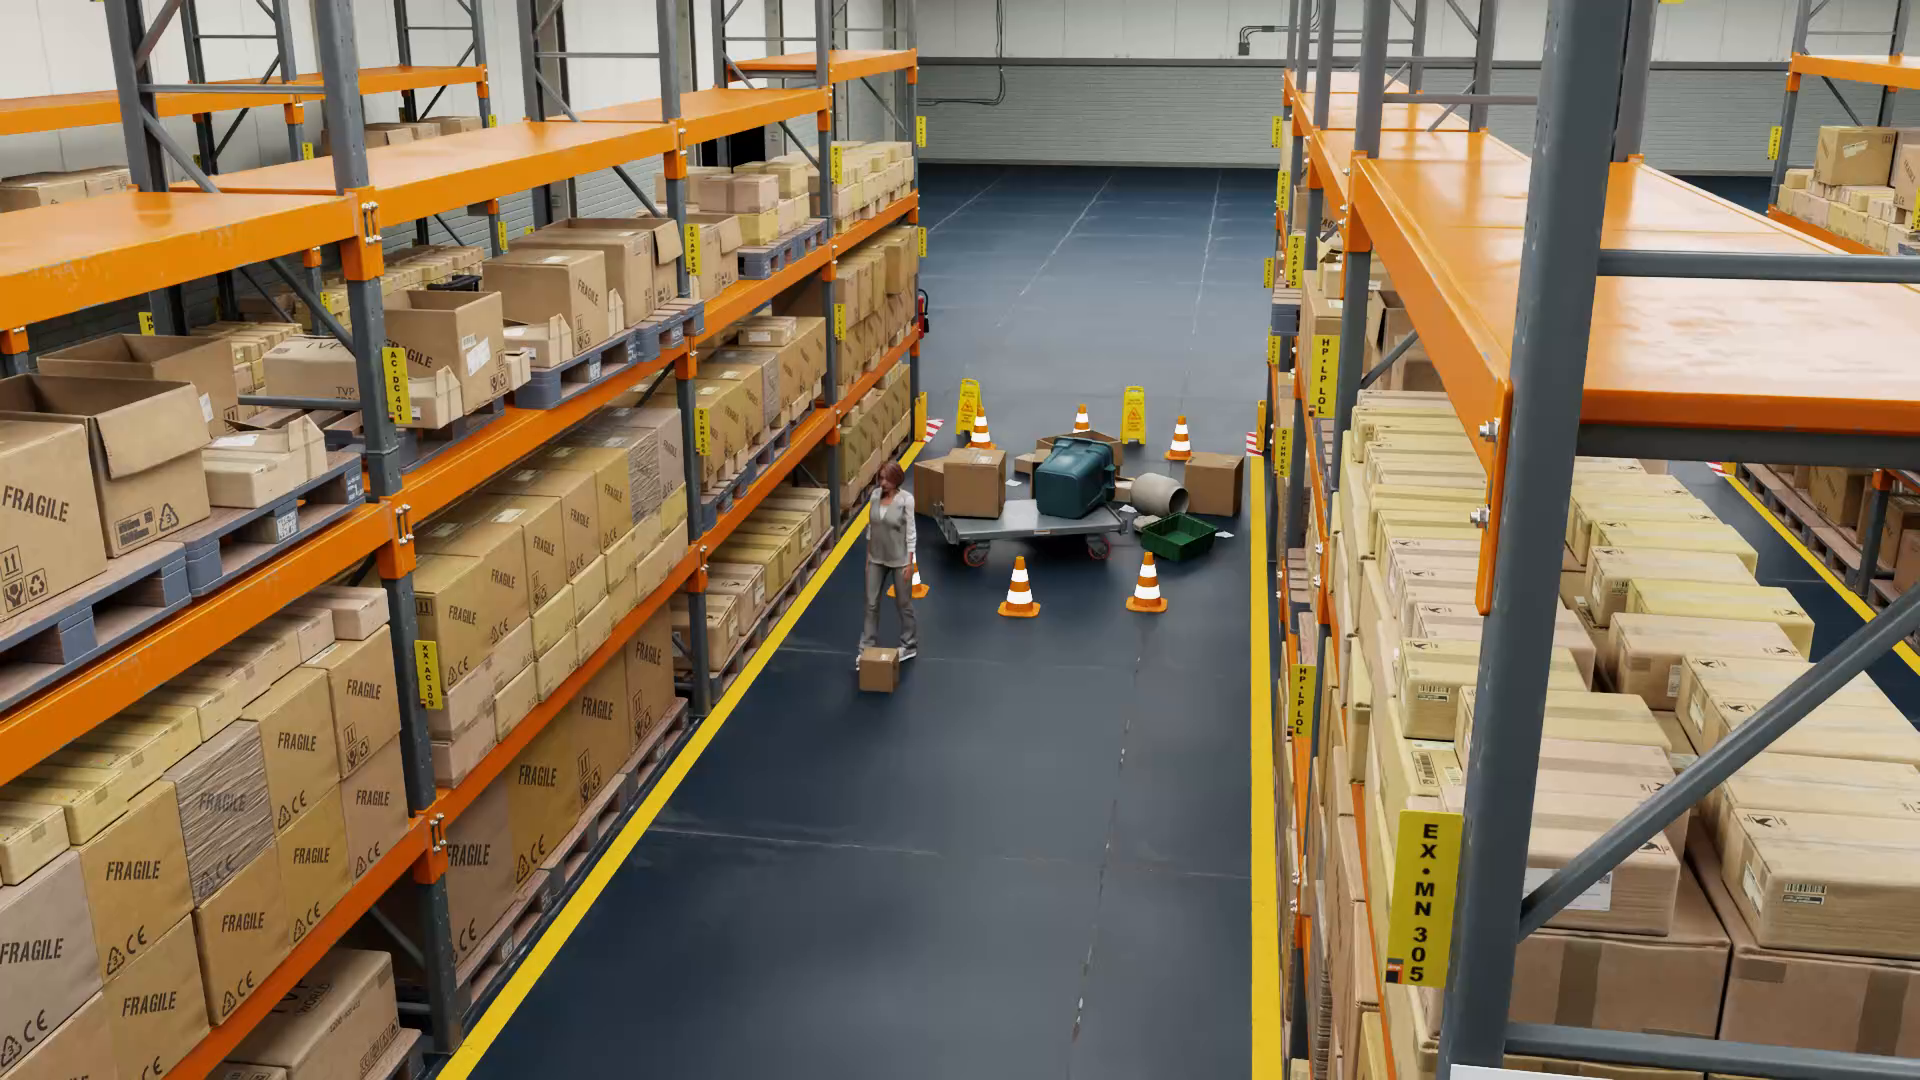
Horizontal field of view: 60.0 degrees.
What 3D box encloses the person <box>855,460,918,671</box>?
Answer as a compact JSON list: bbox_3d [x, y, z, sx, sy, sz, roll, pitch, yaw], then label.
[{"bbox_3d":[-0.565,0.193,12.472,0.425,1.598,0.574,7,20,22],"label":"person"}]
